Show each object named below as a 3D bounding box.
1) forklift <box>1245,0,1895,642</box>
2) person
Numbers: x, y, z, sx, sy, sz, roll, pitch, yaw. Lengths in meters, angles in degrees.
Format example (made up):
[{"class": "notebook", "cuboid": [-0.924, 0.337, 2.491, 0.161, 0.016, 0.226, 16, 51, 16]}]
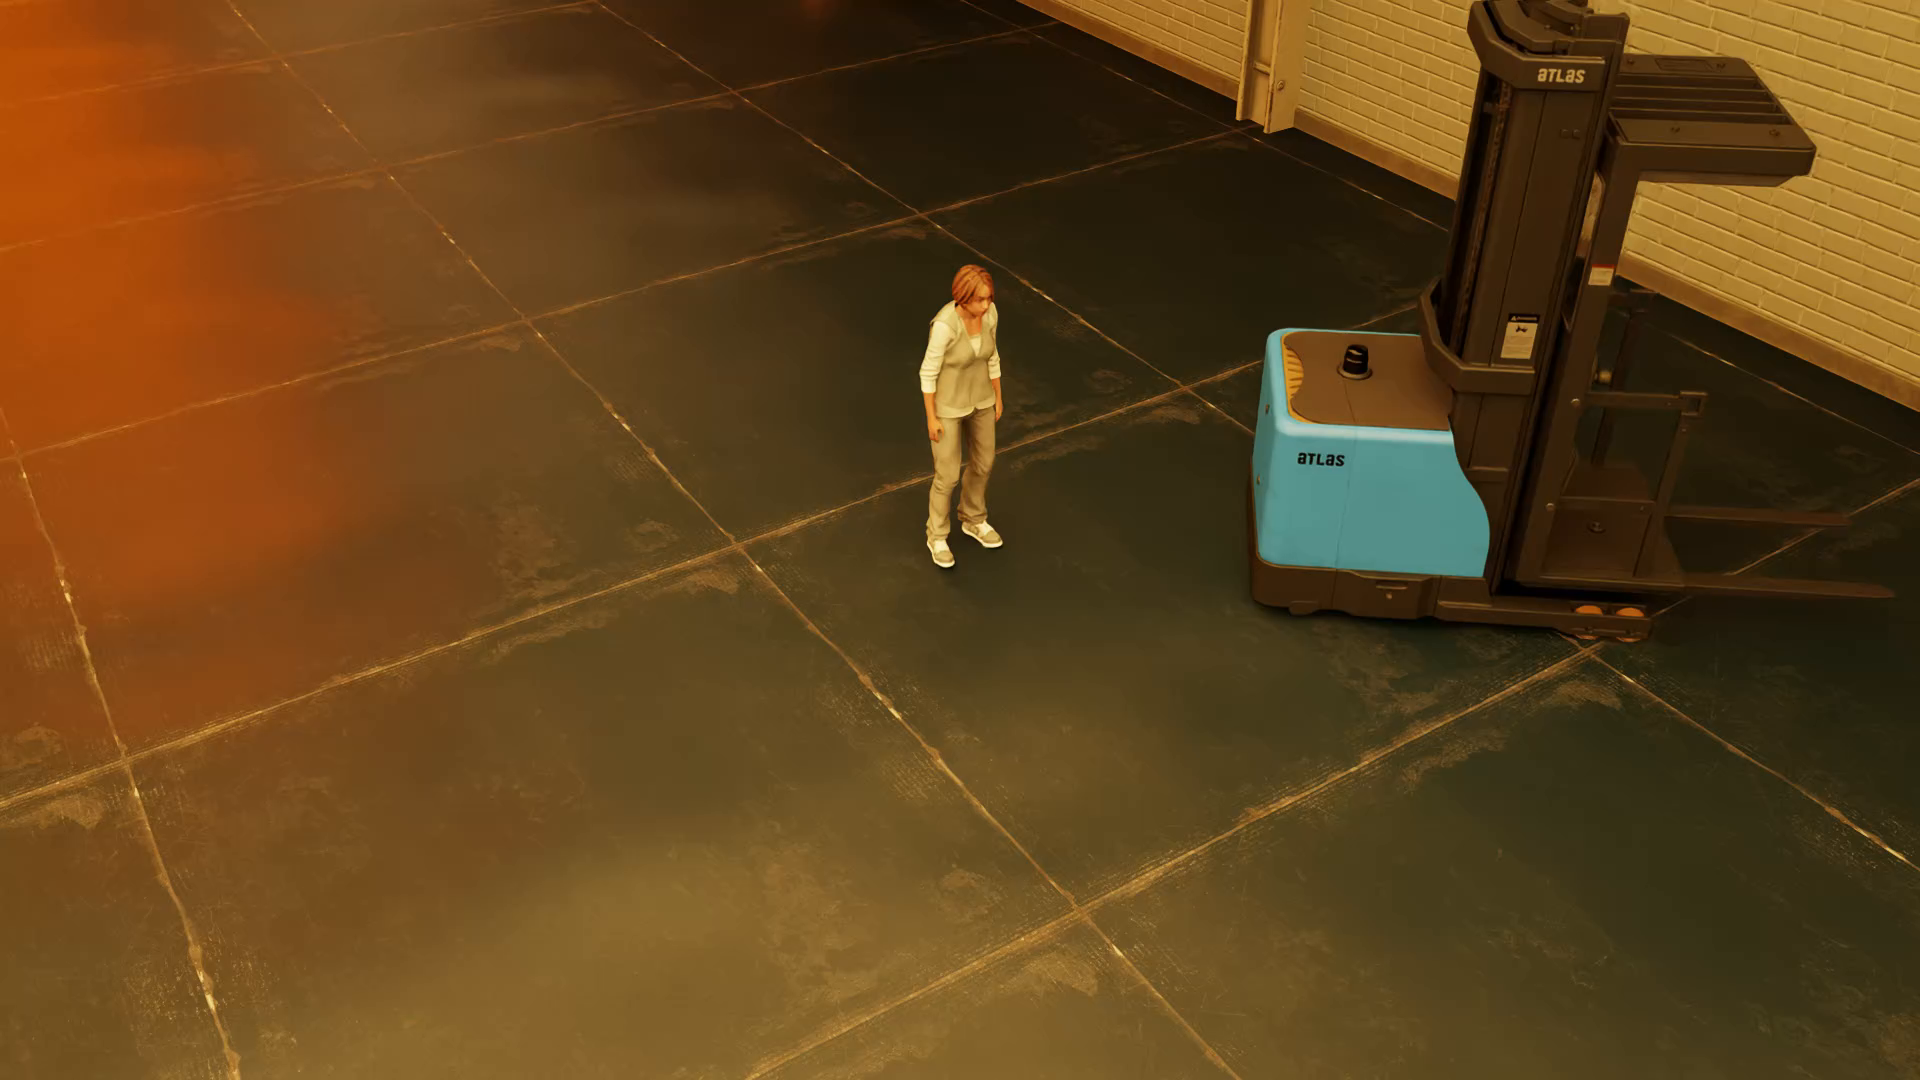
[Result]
[{"class": "forklift", "cuboid": [2.988, -1.030, 7.614, 3.031, 2.935, 1.130, 4, 35, 5]}, {"class": "person", "cuboid": [0.016, -0.642, 8.228, 0.467, 1.591, 0.344, -22, 41, -28]}]
